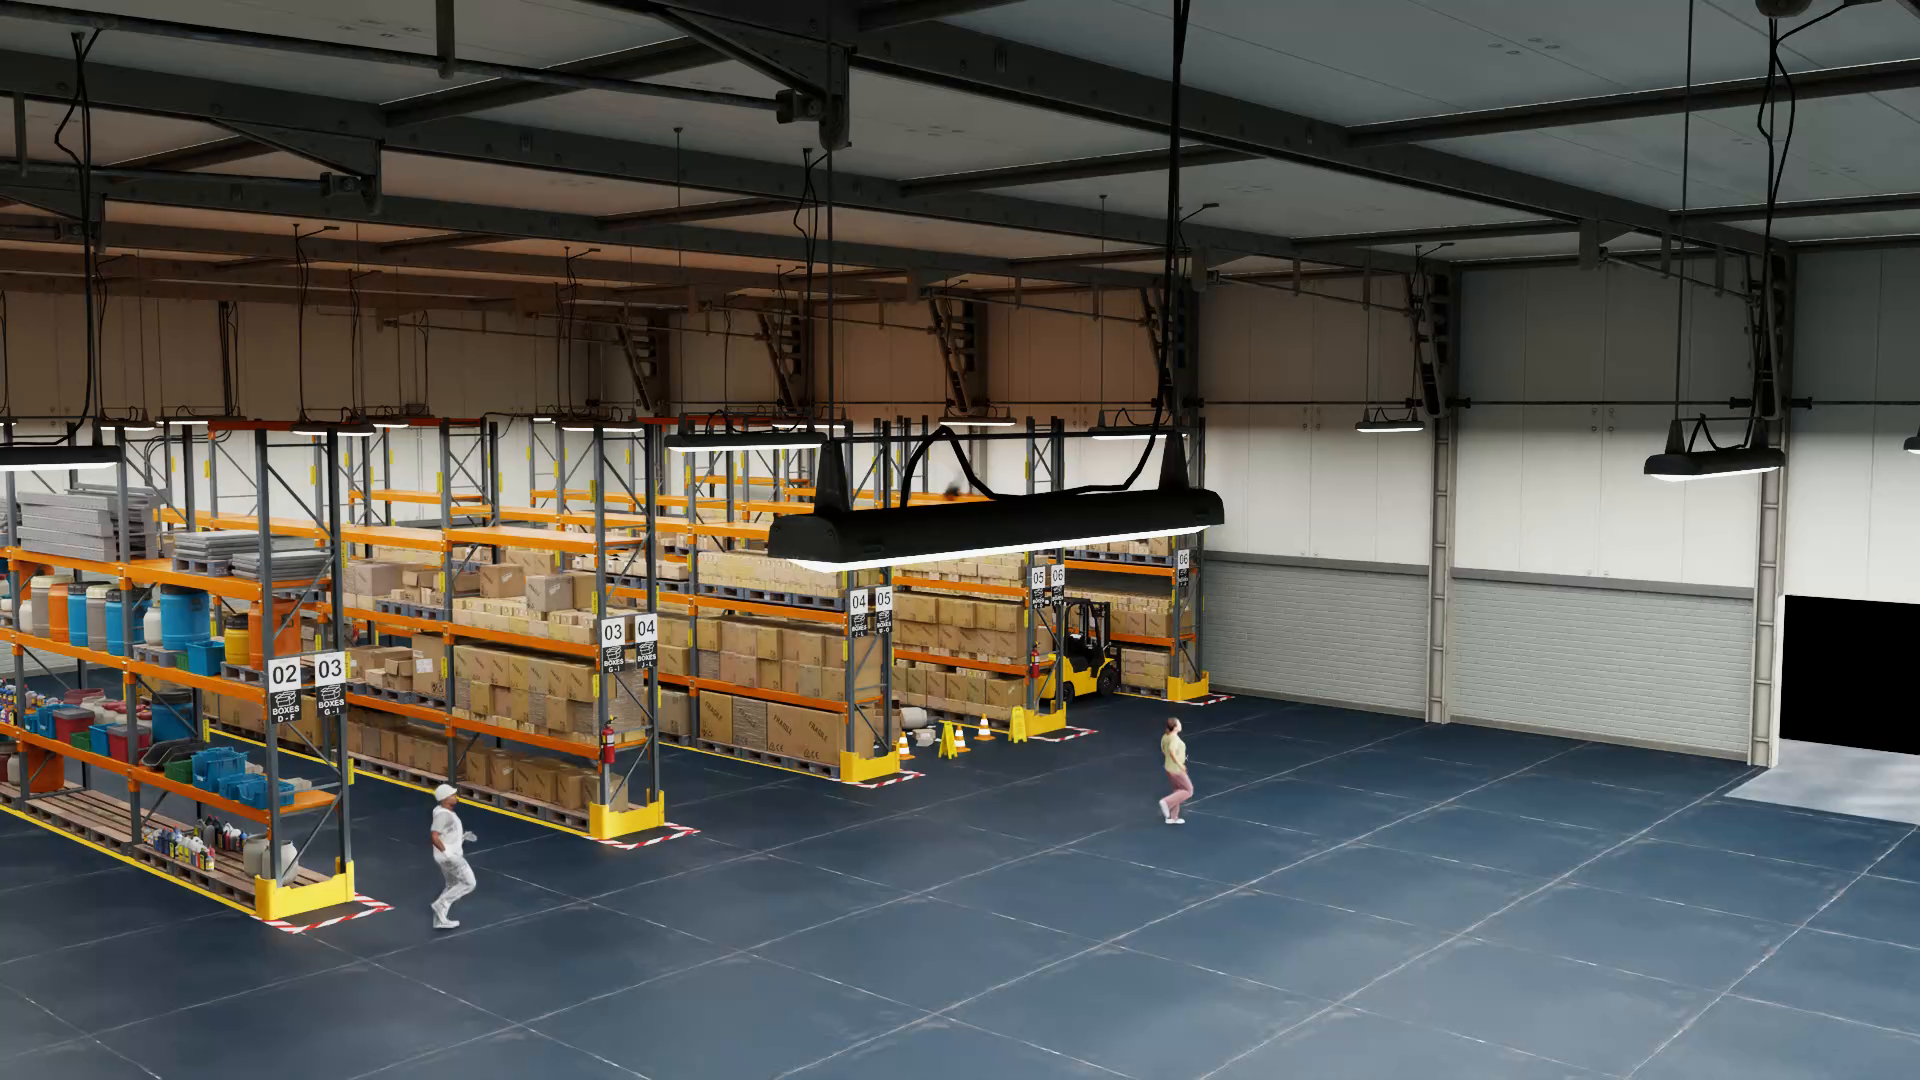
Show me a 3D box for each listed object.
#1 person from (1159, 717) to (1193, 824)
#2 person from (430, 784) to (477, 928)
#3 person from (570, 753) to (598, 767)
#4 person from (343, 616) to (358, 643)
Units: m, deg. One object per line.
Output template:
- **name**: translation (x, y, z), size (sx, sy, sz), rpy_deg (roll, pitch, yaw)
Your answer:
- **person**: translation (3.208, 3.453, 24.922), size (0.549, 1.624, 0.581), rpy_deg (-2, 5, -18)
- **person**: translation (-6.093, 3.797, 20.009), size (0.585, 1.741, 0.678), rpy_deg (-2, 5, -23)
- **person**: translation (-6.623, 3.033, 29.131), size (0.929, 1.784, 0.699), rpy_deg (4, 6, 39)
- **person**: translation (-13.424, 2.492, 36.130), size (0.691, 1.799, 0.698), rpy_deg (-5, 7, -44)
